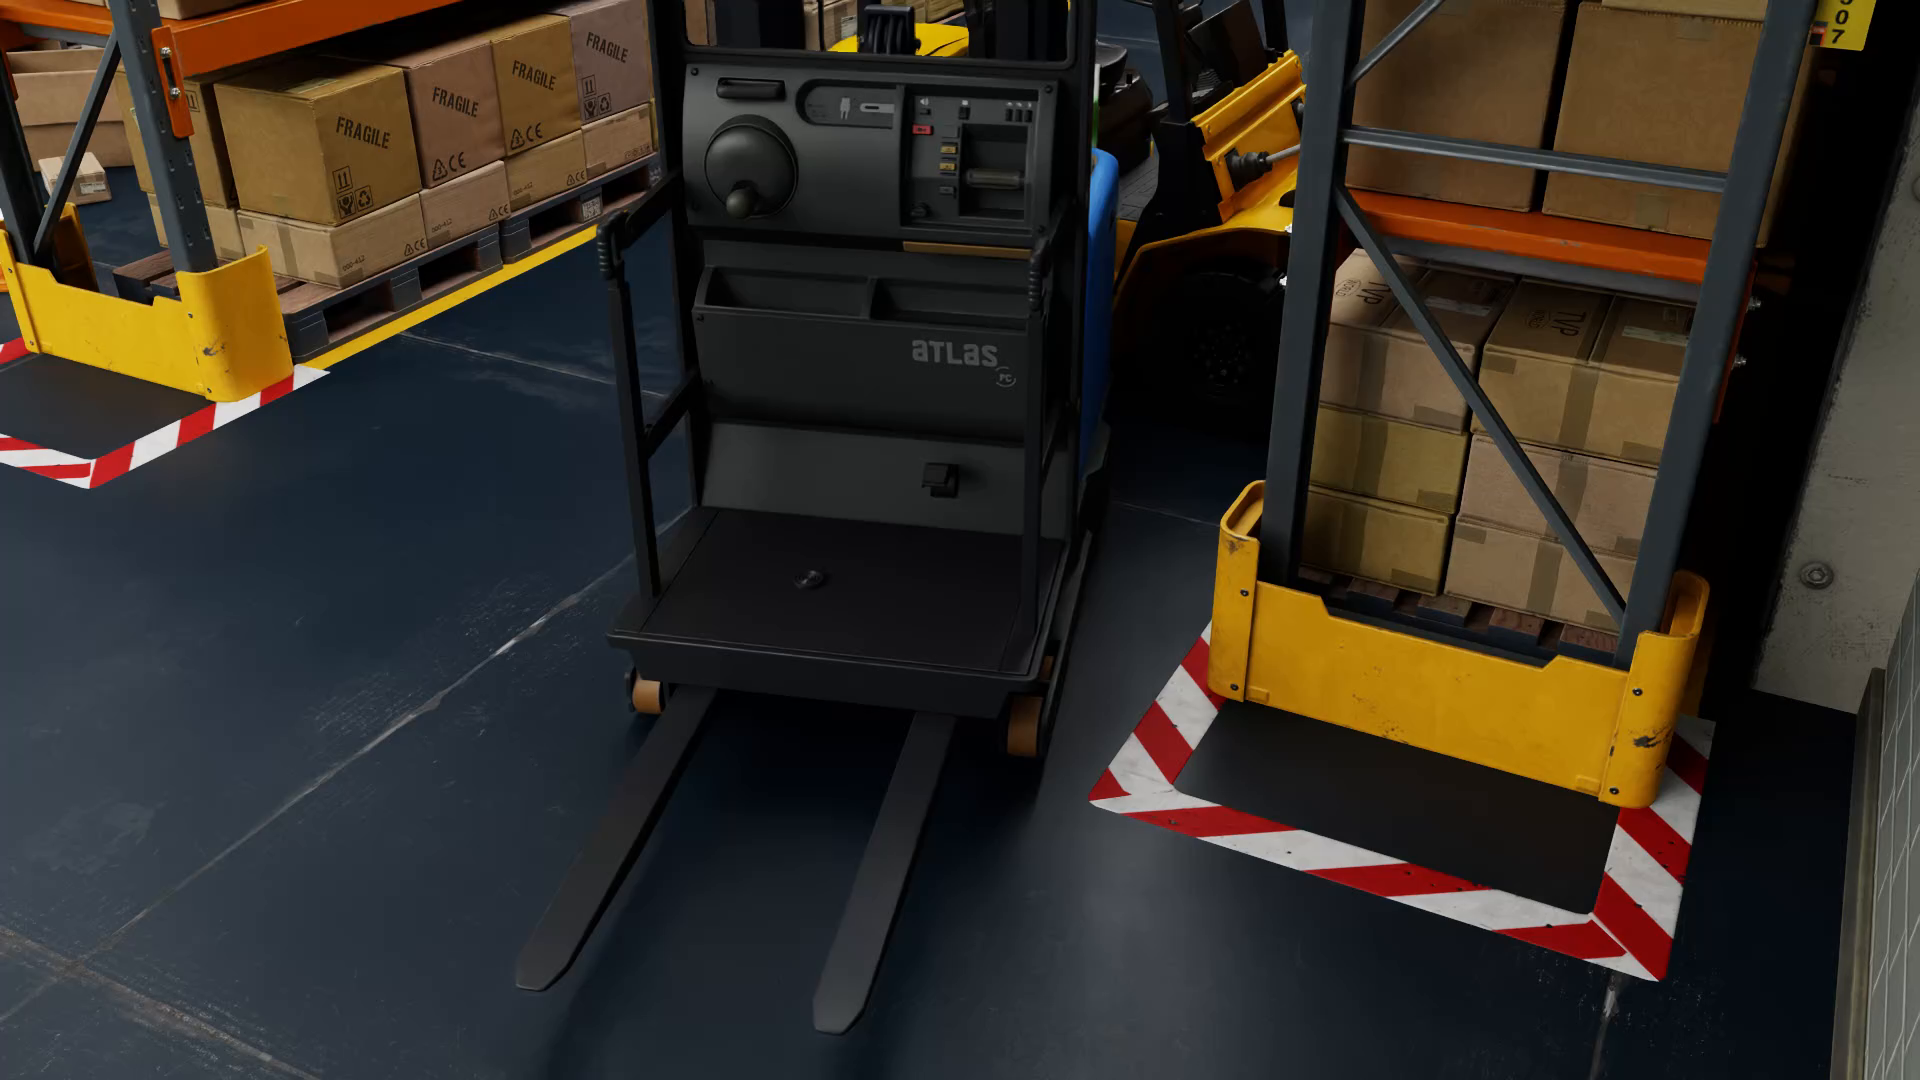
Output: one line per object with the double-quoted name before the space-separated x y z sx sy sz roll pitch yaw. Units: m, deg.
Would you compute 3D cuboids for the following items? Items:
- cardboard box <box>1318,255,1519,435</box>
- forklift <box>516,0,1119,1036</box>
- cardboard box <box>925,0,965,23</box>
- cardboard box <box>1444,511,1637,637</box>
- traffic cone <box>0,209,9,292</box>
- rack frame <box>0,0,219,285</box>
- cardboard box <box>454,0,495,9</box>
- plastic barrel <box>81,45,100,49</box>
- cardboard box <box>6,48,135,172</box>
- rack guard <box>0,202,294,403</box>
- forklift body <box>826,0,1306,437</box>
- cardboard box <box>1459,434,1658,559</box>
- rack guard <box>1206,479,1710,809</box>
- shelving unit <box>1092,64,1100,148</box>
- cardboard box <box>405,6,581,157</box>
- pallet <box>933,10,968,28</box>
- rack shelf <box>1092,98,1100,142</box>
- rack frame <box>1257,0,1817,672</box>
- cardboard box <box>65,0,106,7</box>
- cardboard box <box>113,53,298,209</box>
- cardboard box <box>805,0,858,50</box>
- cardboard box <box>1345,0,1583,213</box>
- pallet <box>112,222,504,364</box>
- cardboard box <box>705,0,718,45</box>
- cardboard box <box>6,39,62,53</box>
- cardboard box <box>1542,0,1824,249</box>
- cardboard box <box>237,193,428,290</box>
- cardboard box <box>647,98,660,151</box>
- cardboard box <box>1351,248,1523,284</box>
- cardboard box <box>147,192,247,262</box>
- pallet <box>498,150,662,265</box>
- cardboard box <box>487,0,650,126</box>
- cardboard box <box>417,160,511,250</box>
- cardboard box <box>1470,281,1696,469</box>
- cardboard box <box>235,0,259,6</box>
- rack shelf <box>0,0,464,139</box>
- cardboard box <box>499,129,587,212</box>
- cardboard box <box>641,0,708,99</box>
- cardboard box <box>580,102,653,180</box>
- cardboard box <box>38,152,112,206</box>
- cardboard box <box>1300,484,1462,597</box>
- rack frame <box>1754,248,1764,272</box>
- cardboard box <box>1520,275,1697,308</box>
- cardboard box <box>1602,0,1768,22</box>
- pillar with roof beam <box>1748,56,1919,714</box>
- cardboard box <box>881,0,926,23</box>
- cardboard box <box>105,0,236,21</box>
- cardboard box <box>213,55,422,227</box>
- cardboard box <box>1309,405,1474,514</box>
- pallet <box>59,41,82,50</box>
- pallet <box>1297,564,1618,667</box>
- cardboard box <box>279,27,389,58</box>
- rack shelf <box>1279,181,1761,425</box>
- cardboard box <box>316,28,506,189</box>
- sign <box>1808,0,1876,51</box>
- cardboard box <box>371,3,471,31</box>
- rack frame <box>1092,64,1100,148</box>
"cardboard box" 1.195 -0.544 4.521 0.500 0.250 0.500 15 33 25
"forklift" -0.265 -0.909 3.889 1.130 2.935 3.031 5 30 9
"cardboard box" -0.459 -3.648 10.807 0.950 0.372 0.625 15 33 25
"cardboard box" 1.661 -0.009 4.594 0.500 0.250 0.500 14 33 23
"traffic cone" -4.110 -1.354 7.143 0.336 0.463 0.334 14 33 23
"rack frame" -3.157 -1.971 5.669 1.000 3.000 0.127 14 33 23
"cardboard box" -2.315 -2.389 7.984 0.500 0.500 0.500 16 34 26
"plastic barrel" -4.939 -2.854 9.795 0.421 0.421 0.512 -12 32 -20
"cardboard box" -4.611 -2.241 8.647 0.797 0.503 0.637 -7 31 -11
"rack guard" -3.123 -0.920 6.351 1.175 0.500 0.348 14 33 23
"forklift body" 0.503 -1.733 6.107 2.313 2.155 1.214 14 33 23
"cardboard box" 1.662 -0.214 4.448 0.500 0.250 0.500 15 33 24
"rack guard" 1.252 0.248 4.315 1.175 0.500 0.348 14 33 23
"shelving unit" 0.262 -0.986 5.726 0.258 1.200 0.503 12 32 20
"cardboard box" -2.063 -2.044 7.384 0.500 0.500 0.500 15 33 24
"pallet" -0.427 -3.423 10.999 1.003 0.211 1.213 14 33 23
"rack shelf" 0.261 -1.347 5.520 0.258 0.148 0.480 12 32 20
"rack frame" 1.263 -0.846 3.711 1.000 3.000 0.127 14 33 23
"cardboard box" -3.177 -2.076 6.105 0.380 0.149 0.250 15 33 25
"cardboard box" -3.024 -1.700 6.784 0.500 0.500 0.500 15 33 24
"cardboard box" -1.098 -3.020 9.713 0.950 0.372 0.625 15 33 24
"cardboard box" 1.254 -1.167 4.170 0.500 0.500 0.500 14 33 22
"pallet" -2.721 -1.147 7.036 1.003 0.211 1.213 14 33 23
"cardboard box" -1.366 -2.736 8.588 0.500 0.500 0.500 14 33 23
"cardboard box" -5.581 -2.818 9.653 0.500 0.500 0.500 21 36 32
"cardboard box" 1.736 -1.046 3.959 0.500 0.500 0.500 15 33 25
"cardboard box" -2.543 -1.255 6.763 0.500 0.250 0.500 14 33 23
"cardboard box" -1.599 -2.172 8.360 0.500 0.250 0.500 13 32 22
"cardboard box" 1.423 -0.772 4.918 0.500 0.250 0.500 15 33 24
"cardboard box" -3.017 -1.390 6.998 0.500 0.250 0.500 14 33 23
"pallet" -2.164 -1.686 7.974 1.003 0.211 1.213 14 33 23
"cardboard box" -1.827 -2.283 7.800 0.500 0.500 0.500 16 34 26
"cardboard box" -2.304 -1.480 7.154 0.500 0.250 0.500 16 33 25
"cardboard box" 1.651 -0.440 4.339 0.500 0.250 0.500 14 33 23
"cardboard box" -2.716 -2.081 6.113 0.380 0.149 0.250 15 33 24
"rack shelf" -2.246 -2.545 7.393 1.077 0.370 4.000 14 33 23
"cardboard box" -2.067 -1.725 7.580 0.500 0.250 0.500 17 34 27
"cardboard box" -1.596 -2.510 8.195 0.500 0.500 0.500 15 33 24
"cardboard box" -1.834 -1.948 7.969 0.500 0.250 0.500 15 33 24
"cardboard box" -4.359 -1.773 8.189 0.250 0.149 0.380 -18 34 -28
"cardboard box" 1.196 -0.116 4.779 0.500 0.250 0.500 15 33 24
"rack frame" 3.086 -2.619 6.799 1.000 3.000 0.127 14 33 23
"cardboard box" 1.875 -0.662 4.726 0.500 0.250 0.500 14 33 23
"cardboard box" 1.649 -1.262 3.684 0.380 0.149 0.250 13 32 22
"pillar with roof beam" -1.450 -4.529 4.100 9.100 9.000 0.400 14 33 23
"cardboard box" -0.774 -3.339 10.269 0.950 0.372 0.625 16 34 26
"cardboard box" -2.818 -1.965 5.912 0.380 0.149 0.250 14 33 23
"cardboard box" -2.533 -1.591 6.595 0.500 0.500 0.500 13 32 22
"cardboard box" 1.207 -0.339 4.666 0.500 0.250 0.500 14 33 23
"pallet" -6.204 -3.293 10.773 1.003 0.211 1.213 14 33 23
"pallet" 1.574 0.014 5.013 1.003 0.211 1.213 14 33 23
"cardboard box" -2.790 -1.932 7.189 0.500 0.500 0.500 16 33 25
"rack shelf" 2.174 -1.421 5.435 1.077 0.370 4.000 14 33 23
"cardboard box" -2.299 -1.824 7.000 0.500 0.500 0.500 13 32 21
"sign" 1.755 -1.127 3.252 0.100 0.325 0.005 14 33 23
"cardboard box" -2.553 -2.154 7.575 0.500 0.500 0.500 14 33 22
"rack frame" 0.360 -1.097 5.920 0.240 1.200 0.015 12 32 20
